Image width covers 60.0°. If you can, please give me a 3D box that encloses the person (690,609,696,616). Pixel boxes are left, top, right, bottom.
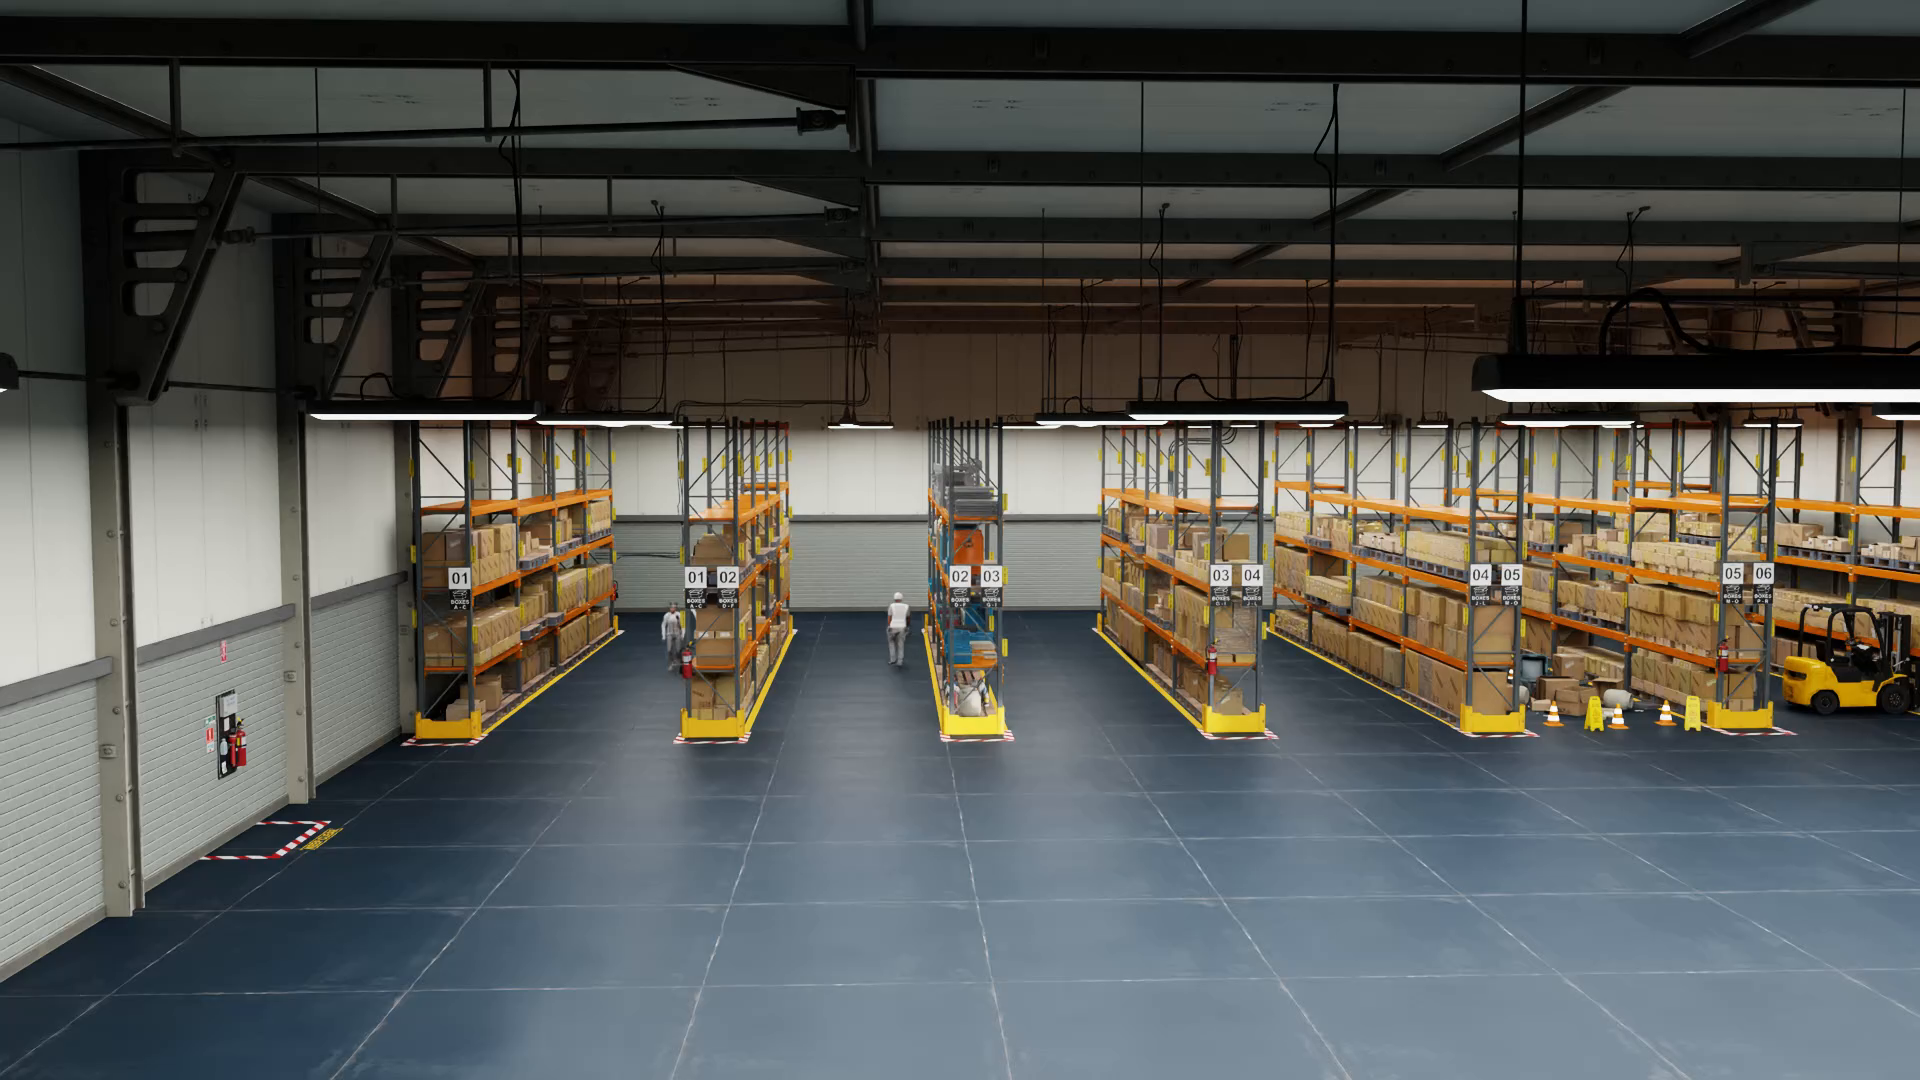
[{"bbox_3d":[-6.850,2.038,44.270,0.562,1.606,0.704,0,4,7],"label":"person"}]

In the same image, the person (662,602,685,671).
[{"bbox_3d":[-6.887,2.296,40.038,0.583,1.660,0.535,0,4,-2],"label":"person"}]

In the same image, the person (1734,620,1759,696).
[{"bbox_3d":[17.178,2.553,36.290,0.611,1.615,0.777,0,4,-2],"label":"person"}]

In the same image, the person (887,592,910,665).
[{"bbox_3d":[-1.512,2.191,40.785,0.597,1.819,0.556,-1,4,-11],"label":"person"}]
